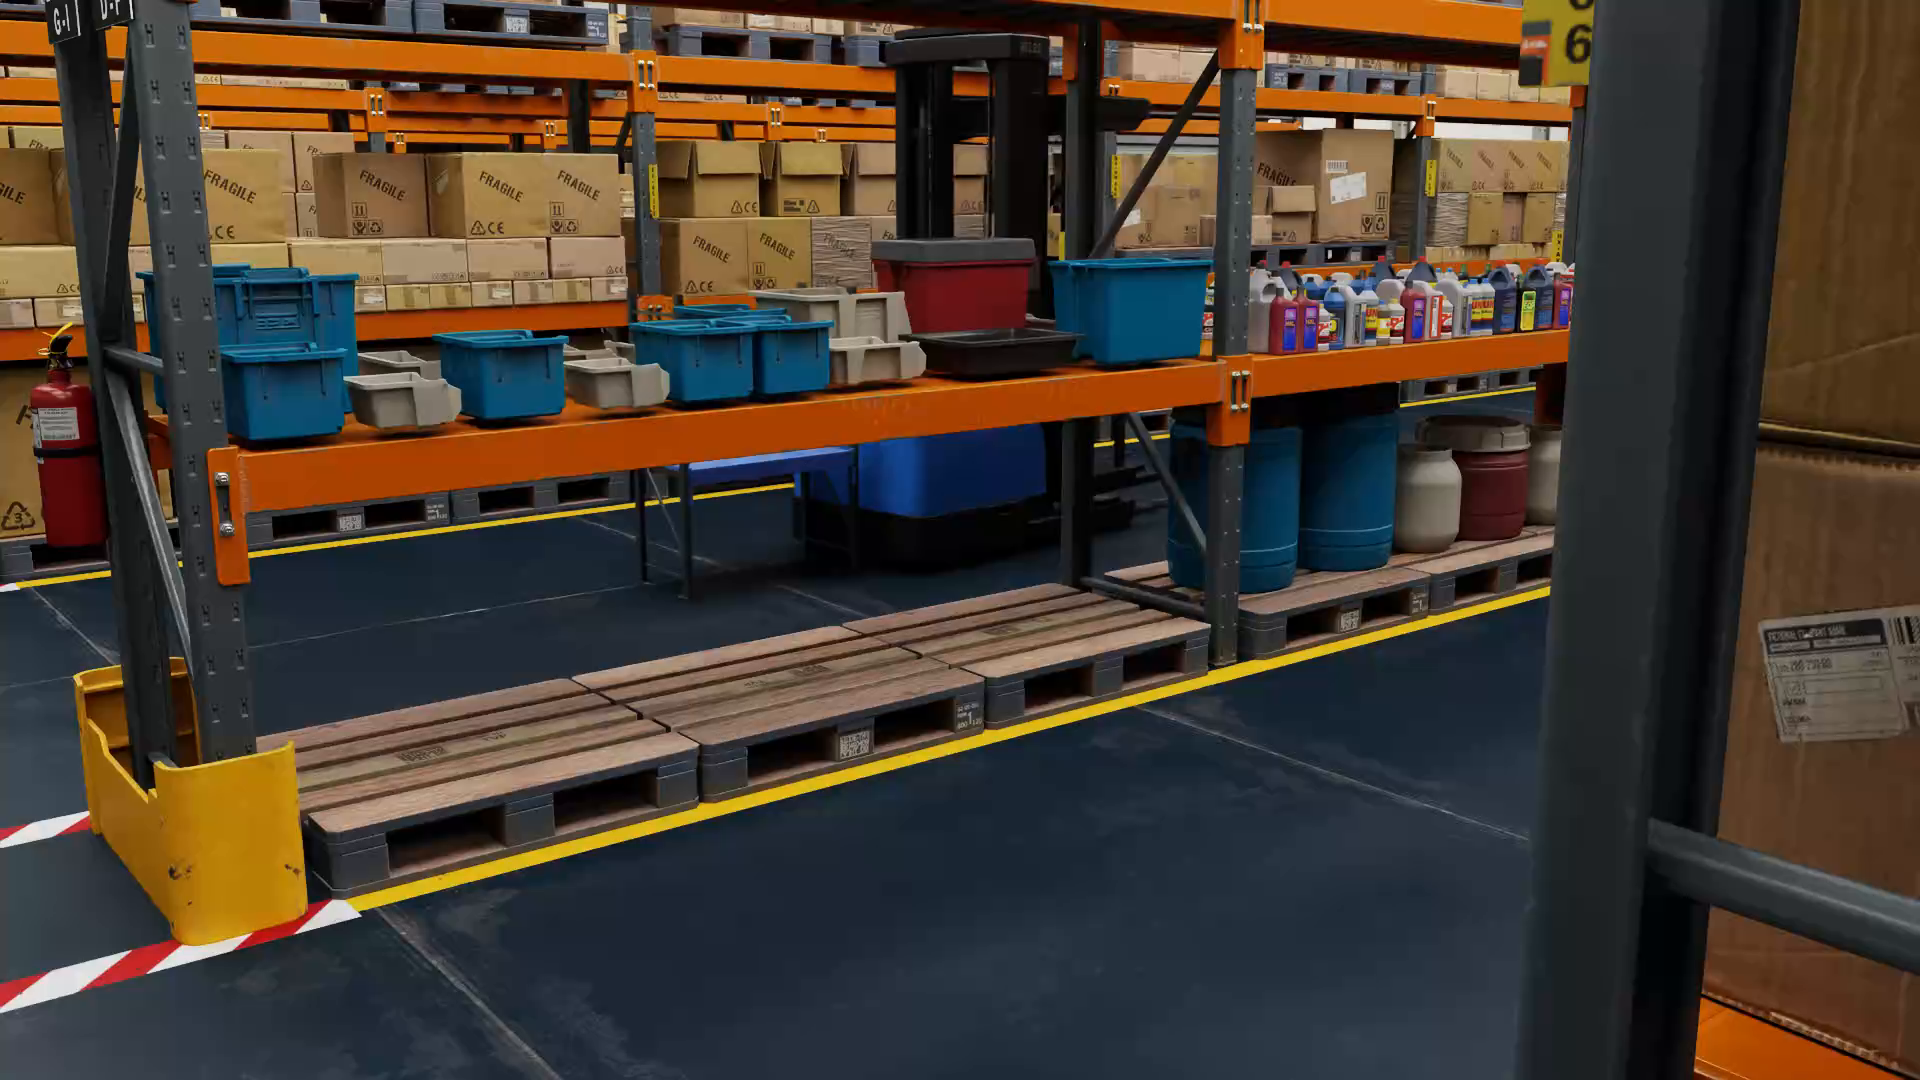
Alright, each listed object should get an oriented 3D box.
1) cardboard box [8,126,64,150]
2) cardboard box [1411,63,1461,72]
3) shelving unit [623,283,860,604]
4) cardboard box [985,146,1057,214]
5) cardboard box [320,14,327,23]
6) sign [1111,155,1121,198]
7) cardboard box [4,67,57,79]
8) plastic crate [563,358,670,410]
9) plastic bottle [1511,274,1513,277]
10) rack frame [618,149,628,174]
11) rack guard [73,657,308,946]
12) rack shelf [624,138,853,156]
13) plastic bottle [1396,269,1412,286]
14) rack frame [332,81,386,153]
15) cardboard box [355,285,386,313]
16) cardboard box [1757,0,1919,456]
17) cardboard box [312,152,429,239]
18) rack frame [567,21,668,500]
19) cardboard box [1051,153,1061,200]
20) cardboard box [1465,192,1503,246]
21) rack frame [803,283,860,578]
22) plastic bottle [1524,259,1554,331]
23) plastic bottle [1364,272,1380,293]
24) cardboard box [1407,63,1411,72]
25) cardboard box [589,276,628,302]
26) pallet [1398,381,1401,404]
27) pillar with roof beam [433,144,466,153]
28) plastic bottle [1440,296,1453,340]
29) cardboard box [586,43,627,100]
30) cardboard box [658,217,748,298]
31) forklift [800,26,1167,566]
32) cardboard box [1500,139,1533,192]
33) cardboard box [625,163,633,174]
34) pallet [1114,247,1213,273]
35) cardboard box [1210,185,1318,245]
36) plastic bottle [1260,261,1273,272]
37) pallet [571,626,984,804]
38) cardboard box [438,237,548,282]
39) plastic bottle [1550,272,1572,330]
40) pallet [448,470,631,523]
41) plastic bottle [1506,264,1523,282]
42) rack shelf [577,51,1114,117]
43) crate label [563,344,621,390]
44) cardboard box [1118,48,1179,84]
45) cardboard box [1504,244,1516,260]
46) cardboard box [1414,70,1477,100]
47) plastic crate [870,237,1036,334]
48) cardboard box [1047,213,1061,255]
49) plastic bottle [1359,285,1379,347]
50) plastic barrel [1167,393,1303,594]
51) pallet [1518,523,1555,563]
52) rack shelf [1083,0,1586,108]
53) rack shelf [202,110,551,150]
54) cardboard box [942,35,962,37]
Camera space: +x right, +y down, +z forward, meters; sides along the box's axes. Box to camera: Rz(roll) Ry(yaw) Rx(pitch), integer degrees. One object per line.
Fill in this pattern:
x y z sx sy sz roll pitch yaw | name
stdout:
-7.084 -2.940 12.890 0.500 0.500 0.500 -10 15 -39 | cardboard box
4.426 -4.432 15.458 0.250 0.149 0.380 -10 16 -39 | cardboard box
-1.098 -0.522 8.478 1.048 1.500 0.538 -8 14 -33 | shelving unit
0.275 -2.779 12.839 0.637 0.503 0.797 -9 15 -36 | cardboard box
-5.360 -4.379 14.005 0.250 0.149 0.380 -10 16 -40 | cardboard box
1.205 -2.808 12.846 0.005 0.325 0.100 -9 15 -38 | sign
-7.092 -3.659 12.776 0.500 0.250 0.500 -10 16 -39 | cardboard box
-1.066 -0.486 5.184 0.298 0.136 0.250 -9 15 -38 | plastic crate
2.722 -1.170 8.198 0.133 0.283 0.061 -9 15 -38 | plastic bottle
-5.315 -5.263 27.191 0.127 3.000 1.000 -9 15 -38 | rack frame
-2.307 0.738 4.951 0.348 0.500 1.175 -9 15 -38 | rack guard
-3.754 -6.638 28.176 4.000 0.370 1.077 -9 15 -38 | rack shelf
2.327 -1.284 8.753 0.135 0.276 0.152 -9 15 -38 | plastic bottle
-5.287 -2.630 14.794 0.127 3.000 1.000 -9 15 -38 | rack frame
-3.504 -1.397 9.593 0.250 0.149 0.380 -9 15 -37 | cardboard box
0.970 -0.327 1.298 0.500 0.500 0.500 -10 15 -38 | cardboard box
-3.594 -2.100 10.137 0.500 0.500 0.500 -10 16 -39 | cardboard box
-2.267 -1.813 10.944 0.127 3.000 1.000 -9 15 -38 | rack frame
1.269 -4.312 19.754 0.550 0.550 0.875 -9 15 -38 | cardboard box
4.782 -3.153 16.298 0.500 0.500 0.875 -9 15 -38 | cardboard box
-0.677 -0.581 8.756 0.032 1.500 0.500 -8 14 -33 | rack frame
2.858 -1.220 8.273 0.185 0.351 0.144 -9 15 -38 | plastic bottle
2.113 -1.237 8.544 0.097 0.271 0.097 0 12 0 | plastic bottle
4.318 -4.549 16.008 0.250 0.149 0.380 -9 15 -37 | cardboard box
-2.301 -1.597 10.533 0.250 0.149 0.380 -9 15 -37 | cardboard box
3.372 -1.385 15.645 1.213 0.211 1.003 -9 15 -38 | pallet
-5.294 -7.295 22.321 0.400 9.000 9.100 -9 15 -38 | pillar with roof beam
2.257 -1.041 7.789 0.097 0.201 0.097 0 12 0 | plastic bottle
-3.226 -4.419 15.756 0.500 0.500 0.500 -9 15 -38 | cardboard box
-1.752 -1.881 11.024 0.500 0.500 0.500 -9 15 -37 | cardboard box
0.322 -1.557 9.906 1.130 2.935 3.031 7 14 31 | forklift
5.270 -3.681 16.380 0.500 0.500 0.500 -9 15 -38 | cardboard box
-4.234 -4.914 22.021 0.250 0.149 0.380 -10 16 -40 | cardboard box
1.346 -2.348 13.925 1.003 0.211 1.213 -9 15 -38 | pallet
2.683 -2.867 14.648 0.637 0.503 0.797 -8 14 -32 | cardboard box
1.484 -1.182 8.090 0.185 0.351 0.144 -9 15 -38 | plastic bottle
-0.677 0.616 6.222 1.213 0.211 1.003 -9 15 -38 | pallet
-2.851 -1.717 10.140 0.500 0.250 0.500 -9 15 -36 | cardboard box
3.008 -1.201 8.346 0.133 0.283 0.061 -9 15 -38 | plastic bottle
-2.910 -0.363 10.829 1.213 0.211 1.003 -9 15 -38 | pallet
3.049 -1.404 9.318 0.135 0.276 0.152 -9 15 -38 | plastic bottle
-0.706 -3.188 11.929 4.000 0.370 1.077 -9 15 -38 | rack shelf
-1.336 -0.601 5.729 0.243 0.136 0.396 -9 15 -38 | crate label
1.382 -3.745 13.185 0.500 0.250 0.500 -9 15 -37 | cardboard box
5.296 -2.873 16.543 0.250 0.149 0.380 -9 15 -38 | cardboard box
4.491 -4.262 15.616 0.500 0.250 0.500 -10 16 -40 | cardboard box
-0.027 -0.995 6.794 0.583 0.464 0.402 -9 15 -38 | plastic crate
0.625 -2.276 12.887 0.500 0.500 0.500 -9 15 -36 | cardboard box
1.819 -1.003 7.439 0.097 0.271 0.097 0 12 0 | plastic bottle
1.262 -0.256 7.654 0.708 0.901 0.600 -9 15 -38 | plastic barrel
3.361 -0.055 9.381 1.213 0.211 1.003 -9 15 -38 | pallet
2.388 -2.384 8.146 4.000 0.370 1.077 -9 15 -38 | rack shelf
-6.897 -4.795 19.499 4.000 0.370 1.077 -9 15 -38 | rack shelf
-0.194 -3.836 12.000 0.500 0.500 0.500 -8 15 -35 | cardboard box
